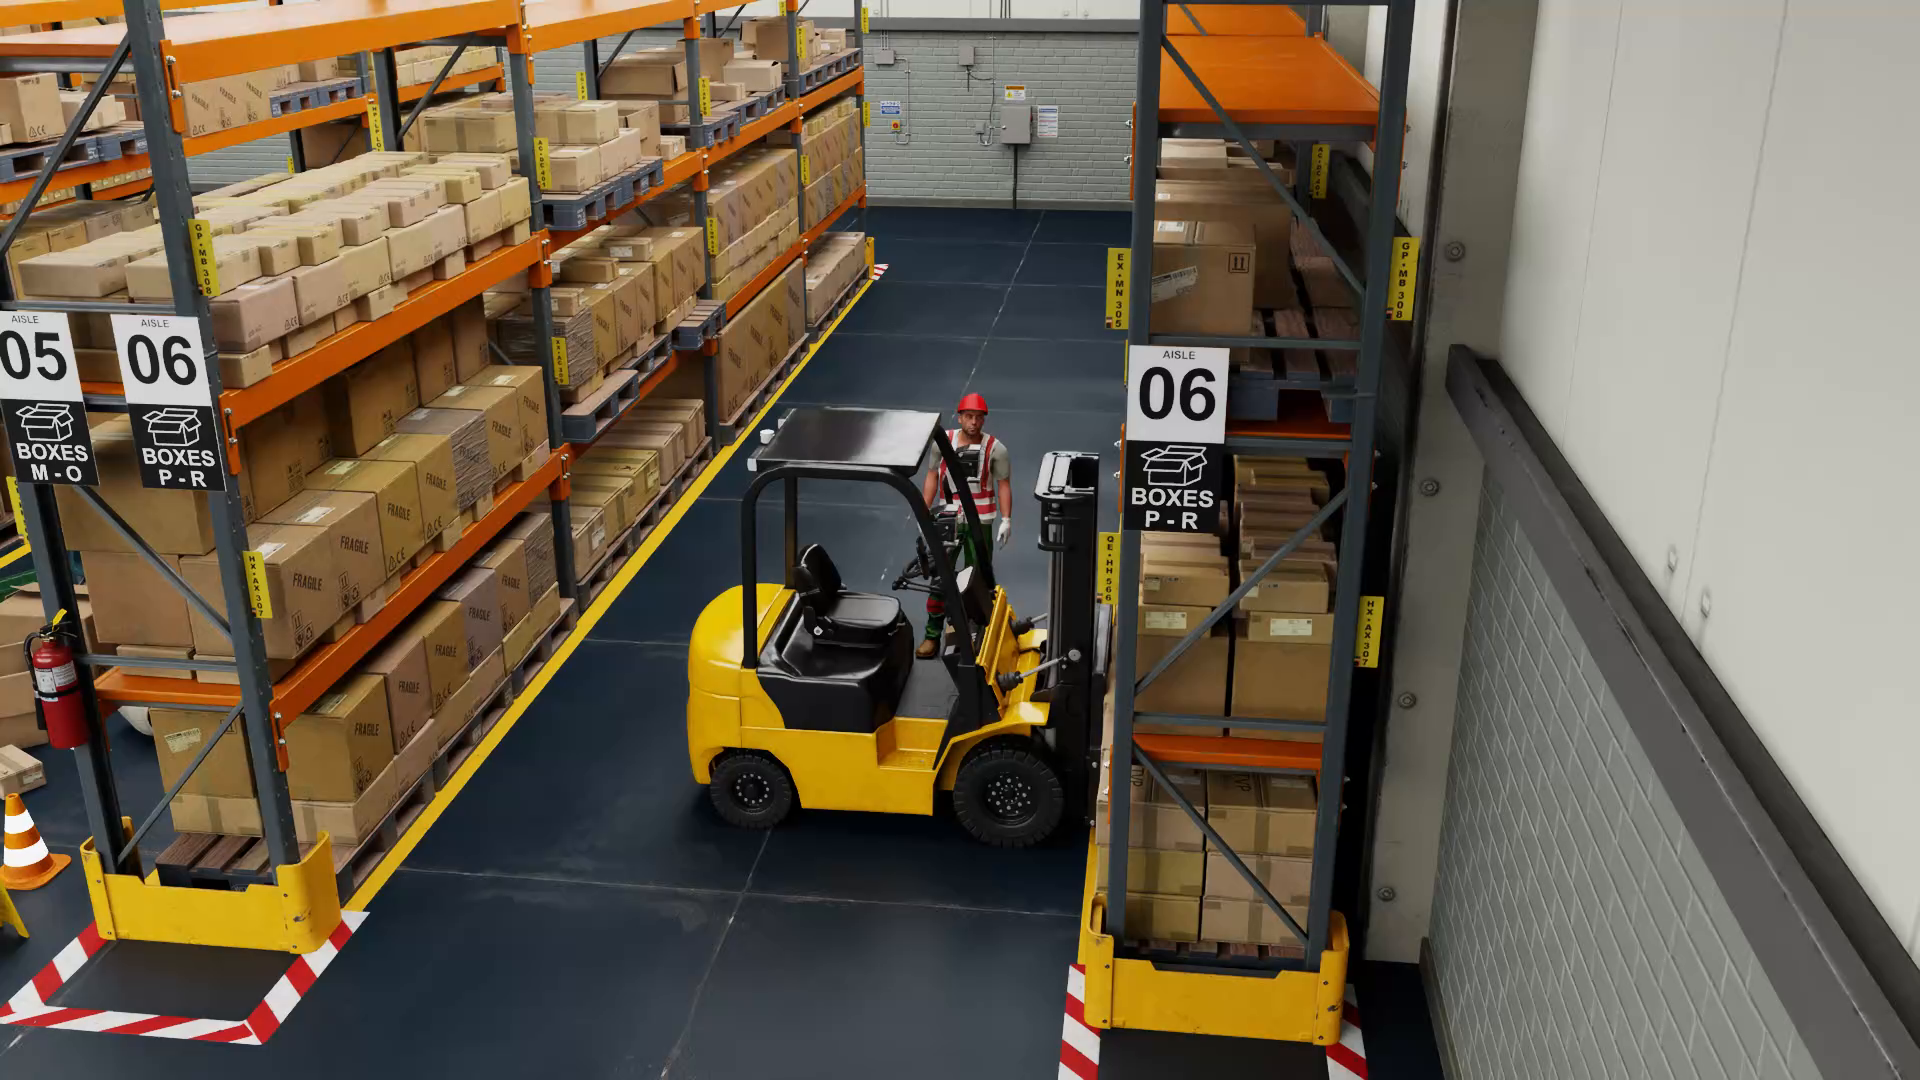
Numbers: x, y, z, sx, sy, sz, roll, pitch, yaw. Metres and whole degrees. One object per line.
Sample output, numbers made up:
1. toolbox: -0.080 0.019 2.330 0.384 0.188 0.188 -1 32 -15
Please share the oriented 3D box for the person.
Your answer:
1. person: 0.024 -0.093 11.264 0.638 1.791 0.561 2 21 6
